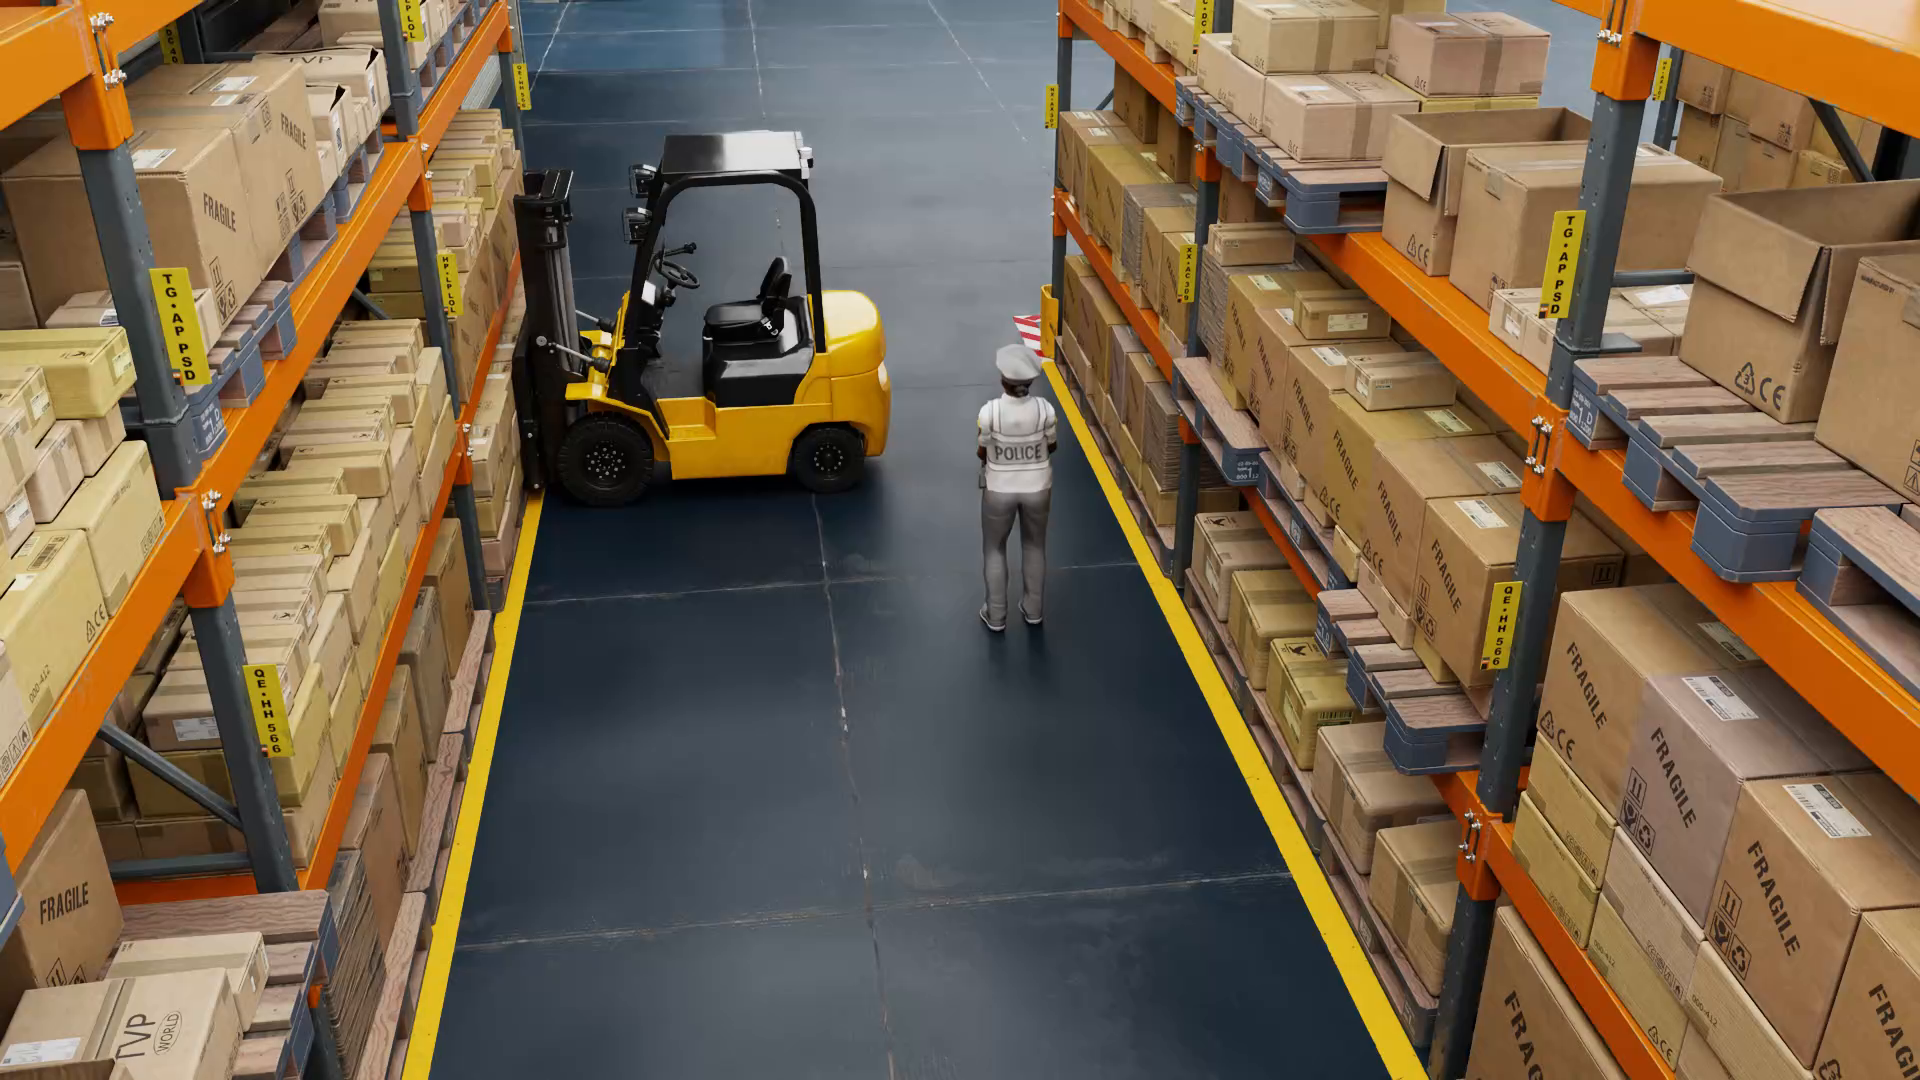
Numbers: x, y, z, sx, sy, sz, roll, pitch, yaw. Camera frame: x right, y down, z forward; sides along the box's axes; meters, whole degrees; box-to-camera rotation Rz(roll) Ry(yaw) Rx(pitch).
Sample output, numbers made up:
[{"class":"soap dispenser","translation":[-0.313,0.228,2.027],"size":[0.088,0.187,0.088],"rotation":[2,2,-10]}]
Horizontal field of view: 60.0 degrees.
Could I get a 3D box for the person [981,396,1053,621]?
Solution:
[{"class":"person","translation":[0.317,-0.184,9.166],"size":[0.391,1.346,0.327],"rotation":[-3,27,-6]}]
